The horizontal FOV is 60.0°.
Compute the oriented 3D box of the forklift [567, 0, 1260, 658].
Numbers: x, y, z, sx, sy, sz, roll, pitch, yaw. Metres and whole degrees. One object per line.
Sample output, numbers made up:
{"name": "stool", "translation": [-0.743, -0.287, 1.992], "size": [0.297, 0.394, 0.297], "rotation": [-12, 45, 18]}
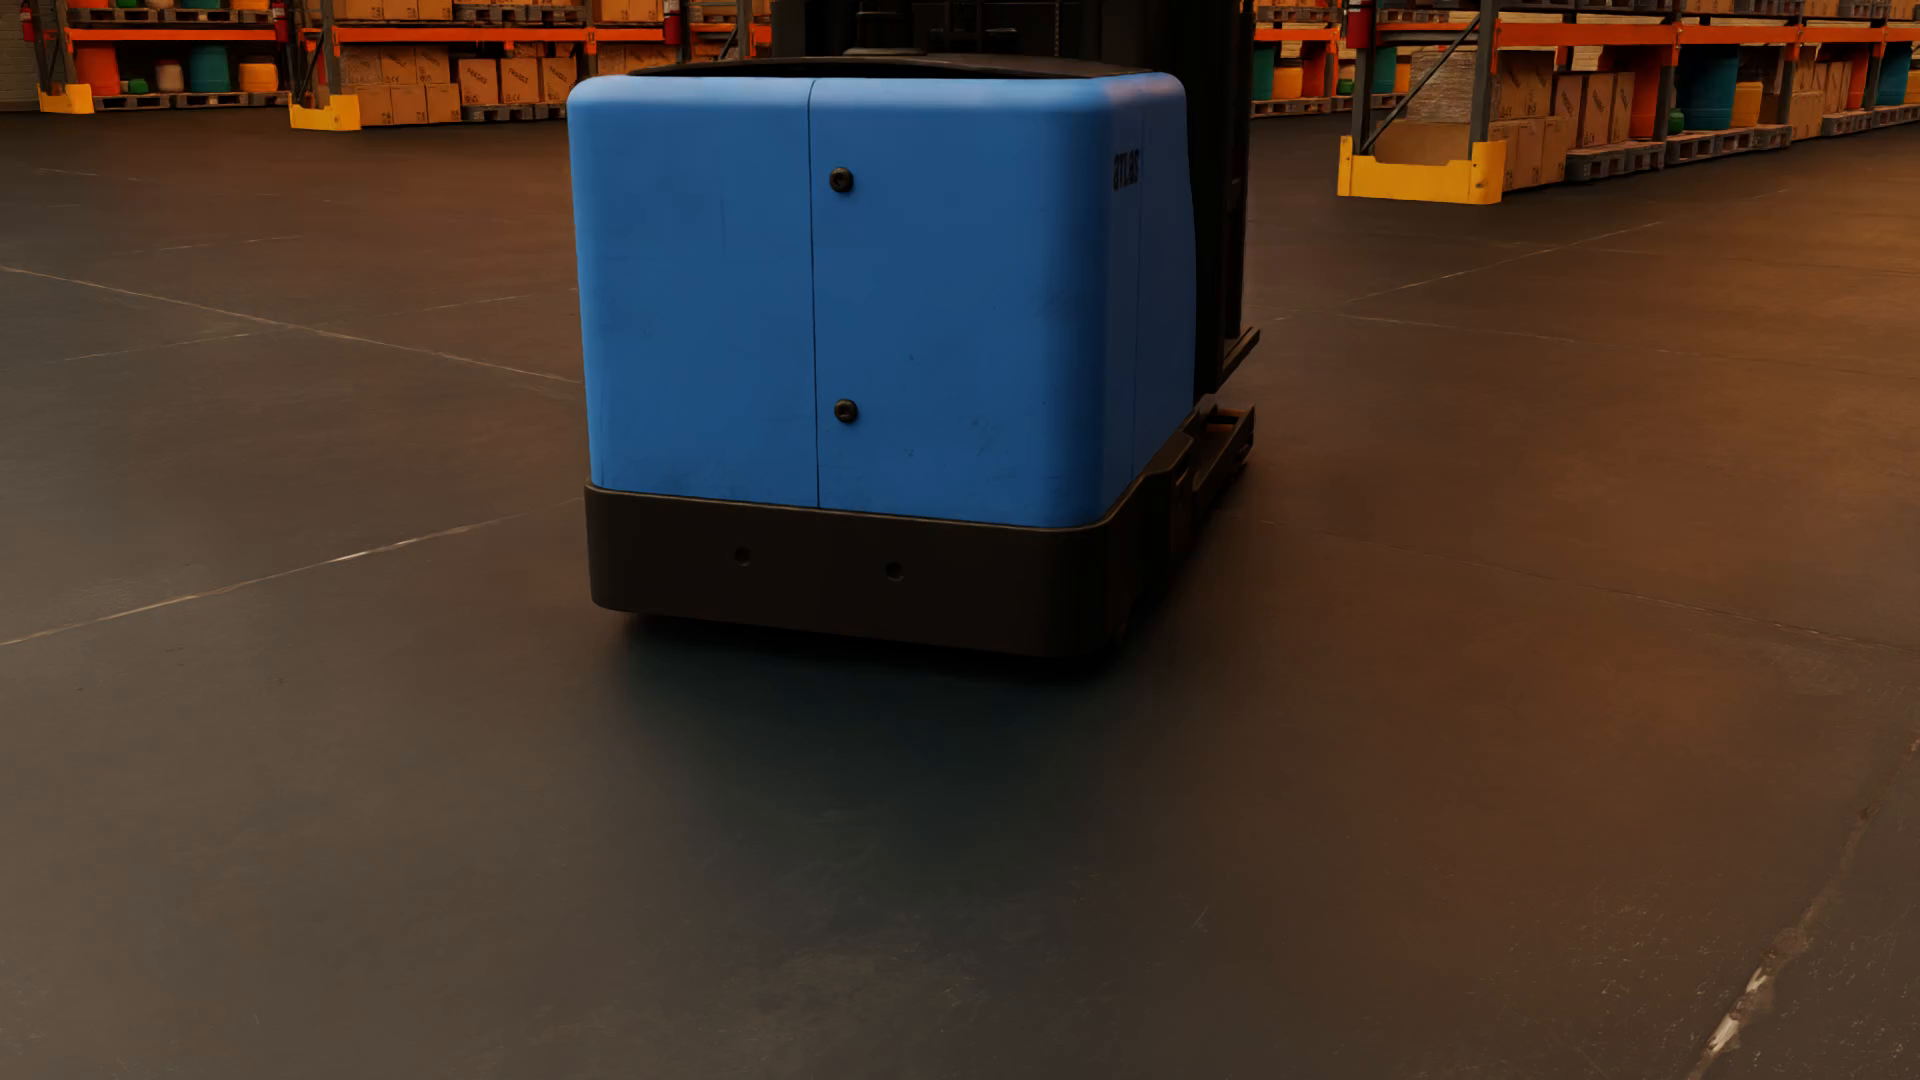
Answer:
{"name": "forklift", "translation": [0.189, -1.578, 4.095], "size": [1.130, 2.935, 3.031], "rotation": [5, 18, 17]}
